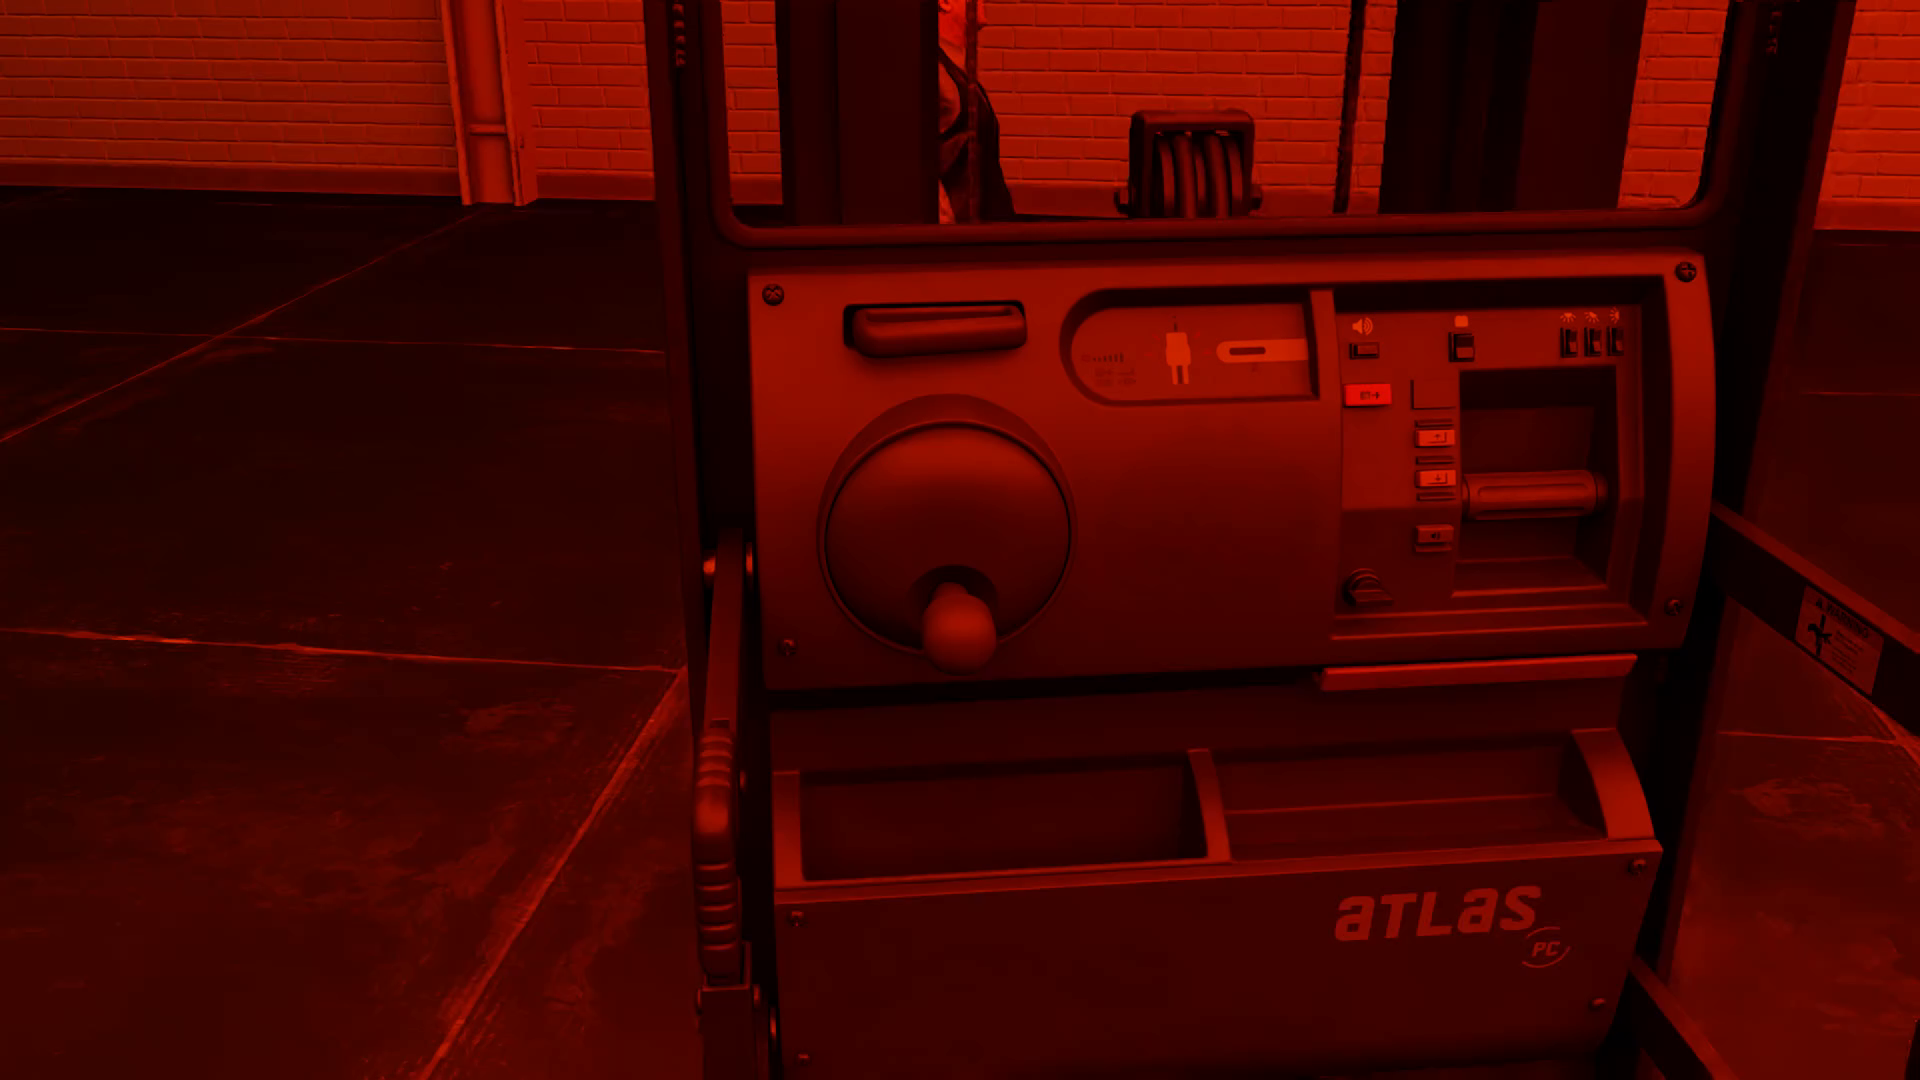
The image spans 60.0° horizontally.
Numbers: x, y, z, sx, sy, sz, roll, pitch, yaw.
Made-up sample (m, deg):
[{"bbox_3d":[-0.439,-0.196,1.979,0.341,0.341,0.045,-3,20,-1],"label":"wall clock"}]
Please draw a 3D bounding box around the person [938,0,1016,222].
[{"bbox_3d":[0.060,-0.799,4.838,0.568,1.720,0.632,3,22,7],"label":"person"}]

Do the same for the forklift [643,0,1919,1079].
[{"bbox_3d":[0.293,-0.057,1.394,1.130,2.935,3.031,-2,22,-6],"label":"forklift"}]
